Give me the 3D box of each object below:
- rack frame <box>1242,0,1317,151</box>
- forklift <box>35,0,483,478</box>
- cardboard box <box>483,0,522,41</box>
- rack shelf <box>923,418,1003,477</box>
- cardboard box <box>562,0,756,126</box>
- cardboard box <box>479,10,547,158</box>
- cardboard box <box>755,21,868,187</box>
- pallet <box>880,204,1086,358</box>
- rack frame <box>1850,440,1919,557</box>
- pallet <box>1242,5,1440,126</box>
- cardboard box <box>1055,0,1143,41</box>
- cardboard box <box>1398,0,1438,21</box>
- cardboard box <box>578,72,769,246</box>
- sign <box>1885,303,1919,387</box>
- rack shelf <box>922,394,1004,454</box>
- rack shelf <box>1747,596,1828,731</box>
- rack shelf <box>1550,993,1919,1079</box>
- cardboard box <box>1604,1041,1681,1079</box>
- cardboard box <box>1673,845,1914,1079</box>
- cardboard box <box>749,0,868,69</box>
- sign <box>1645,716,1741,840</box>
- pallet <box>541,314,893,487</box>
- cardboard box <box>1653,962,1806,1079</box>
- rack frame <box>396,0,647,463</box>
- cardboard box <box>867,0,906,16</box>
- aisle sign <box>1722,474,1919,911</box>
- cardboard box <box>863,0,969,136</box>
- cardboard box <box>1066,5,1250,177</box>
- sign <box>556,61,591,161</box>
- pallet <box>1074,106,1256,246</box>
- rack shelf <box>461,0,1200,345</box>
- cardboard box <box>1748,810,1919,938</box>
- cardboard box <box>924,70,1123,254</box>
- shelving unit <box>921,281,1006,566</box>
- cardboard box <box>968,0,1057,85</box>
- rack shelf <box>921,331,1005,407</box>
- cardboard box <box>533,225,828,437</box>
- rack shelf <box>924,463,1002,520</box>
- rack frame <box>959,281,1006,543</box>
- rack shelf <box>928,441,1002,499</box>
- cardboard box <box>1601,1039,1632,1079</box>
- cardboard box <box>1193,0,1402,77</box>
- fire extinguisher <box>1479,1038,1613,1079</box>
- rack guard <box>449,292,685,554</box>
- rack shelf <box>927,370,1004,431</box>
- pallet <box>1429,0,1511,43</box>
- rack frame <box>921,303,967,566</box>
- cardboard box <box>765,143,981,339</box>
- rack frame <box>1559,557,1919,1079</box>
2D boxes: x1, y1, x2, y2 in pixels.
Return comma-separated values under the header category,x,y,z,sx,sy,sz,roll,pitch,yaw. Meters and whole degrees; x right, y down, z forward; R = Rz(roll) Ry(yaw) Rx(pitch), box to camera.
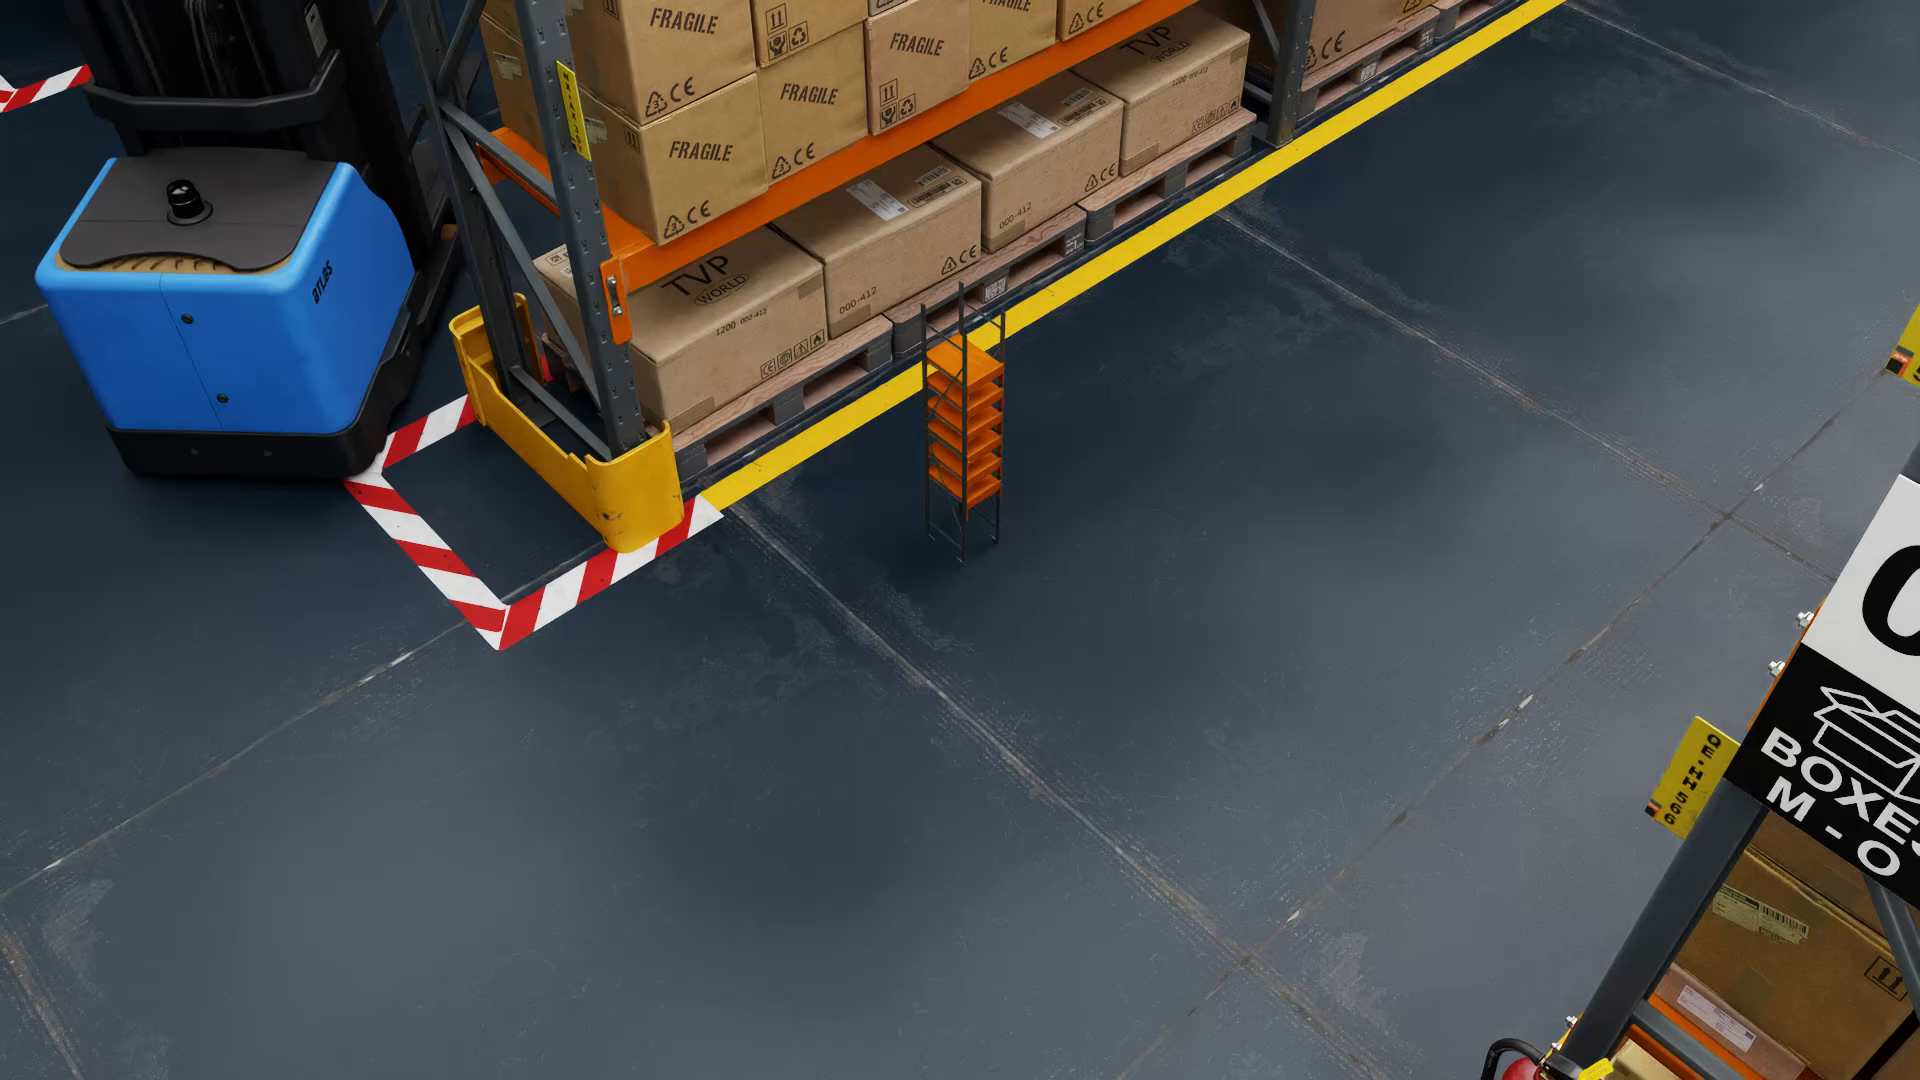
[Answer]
category,x,y,z,sx,sy,sz,roll,pitch,yaw
rack frame,1.352,-3.335,7.786,0.127,3.000,1.000,-34,56,-27
forklift,-2.930,-2.325,6.901,1.130,2.935,3.031,1,47,1
cardboard box,-1.411,-2.098,5.896,0.500,0.500,0.500,-32,55,-26
rack shelf,0.011,-0.384,6.348,0.180,0.103,0.258,-34,56,-27
cardboard box,-1.060,-1.812,5.633,0.500,0.500,0.500,-35,56,-28
cardboard box,-1.428,-1.773,6.277,0.500,0.500,0.500,-33,56,-27
cardboard box,-0.703,-1.737,6.244,0.500,0.500,0.500,-35,56,-28
pallet,-0.166,-1.449,7.944,1.213,0.211,1.003,-34,56,-27
rack frame,1.798,-0.750,1.319,0.127,3.000,1.000,-34,56,-27
pallet,1.873,-2.811,9.200,1.213,0.211,1.003,-34,56,-27
cardboard box,0.442,-2.486,6.935,0.500,0.500,0.500,-35,56,-28
cardboard box,2.420,-3.557,9.151,0.875,0.875,0.875,-32,55,-26
cardboard box,-1.059,-1.472,5.999,0.500,0.500,0.500,-34,56,-27
sign,1.439,-0.344,2.383,0.005,0.325,0.100,-34,56,-27
rack shelf,0.011,-0.465,6.260,0.180,0.103,0.258,-34,56,-27
rack shelf,3.277,-0.477,3.598,4.000,0.370,1.077,-34,56,-27
rack shelf,3.277,0.540,4.700,4.000,0.370,1.077,-34,56,-27
cardboard box,2.019,1.508,4.567,0.250,0.149,0.380,-33,55,-27
cardboard box,1.957,0.788,3.712,0.500,0.500,0.500,-33,55,-26
cardboard box,-0.683,-2.072,5.872,0.500,0.500,0.500,-35,56,-28
sign,1.439,0.473,3.269,0.005,0.325,0.100,-34,56,-27
pallet,-1.068,-0.849,7.390,1.213,0.211,1.003,-34,56,-27
cardboard box,1.849,1.055,3.906,0.250,0.149,0.380,-34,56,-27
rack frame,-1.607,-1.357,5.961,0.127,3.000,1.000,-34,56,-27
cardboard box,-0.307,-2.330,6.111,0.500,0.500,0.500,-34,56,-27
aisle sign,1.542,0.276,2.685,0.004,0.787,0.394,-34,56,-27
cardboard box,-0.315,-1.979,6.467,0.500,0.500,0.500,-34,56,-27
cardboard box,0.816,-2.356,8.341,0.875,0.438,0.875,-35,56,-28
sign,-1.238,-1.373,5.333,0.005,0.325,0.100,-34,56,-27
pallet,0.737,-2.056,8.503,1.213,0.211,1.003,-34,56,-27
rack shelf,-0.127,-2.102,7.138,4.000,0.370,1.077,-34,56,-27
cardboard box,1.969,0.449,3.344,0.500,0.500,0.500,-35,56,-28
cardboard box,0.154,-1.913,7.932,0.875,0.438,0.875,-35,56,-28
shelving unit,0.011,-0.414,6.316,0.189,1.200,0.258,-34,56,-27
cardboard box,0.044,-2.236,6.704,0.500,0.500,0.500,-32,55,-26
rack shelf,0.011,-0.628,6.084,0.180,0.103,0.258,-34,56,-27
cardboard box,-1.186,-1.011,7.100,0.875,0.438,0.875,-36,57,-28
rack shelf,0.011,-0.221,6.525,0.180,0.103,0.258,-34,56,-27
rack frame,0.078,-0.459,6.357,0.006,1.200,0.240,-34,56,-27
rack shelf,0.011,-0.303,6.436,0.180,0.103,0.258,-34,56,-27
cardboard box,1.996,1.592,4.692,0.250,0.149,0.380,-35,56,-28
cardboard box,1.757,-3.107,8.735,0.875,0.875,0.875,-32,55,-26
fire extinguisher,1.301,1.311,3.806,0.183,0.674,0.296,-34,56,-27
rack guard,-1.625,-0.497,6.869,0.348,0.500,1.175,-34,56,-27
rack shelf,0.011,-0.547,6.172,0.180,0.103,0.258,-34,56,-27
pallet,2.776,-3.418,9.760,1.213,0.211,1.003,-34,56,-27
rack frame,-0.057,-0.369,6.274,0.006,1.200,0.240,-34,56,-27
cardboard box,-0.515,-1.468,7.521,0.875,0.438,0.875,-32,55,-26
rack frame,1.798,1.285,3.524,0.127,3.000,1.000,-34,56,-27
